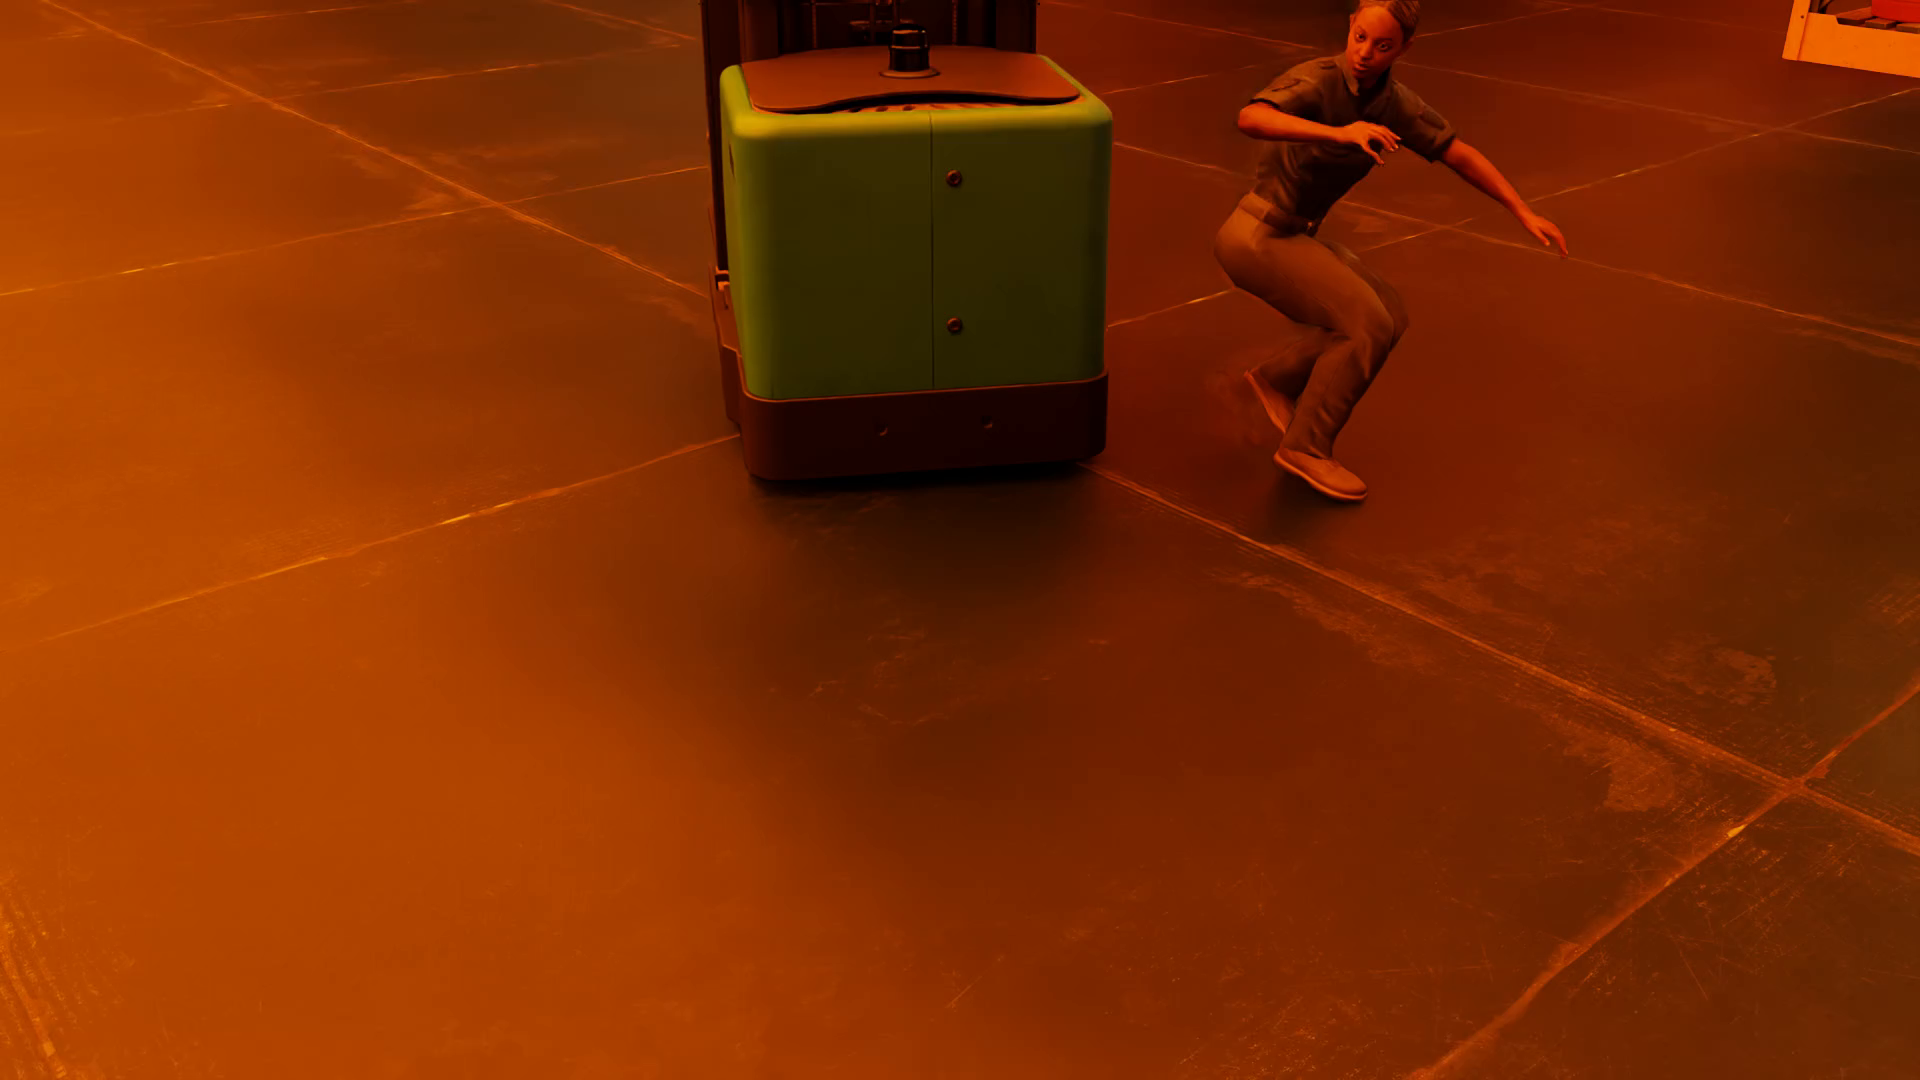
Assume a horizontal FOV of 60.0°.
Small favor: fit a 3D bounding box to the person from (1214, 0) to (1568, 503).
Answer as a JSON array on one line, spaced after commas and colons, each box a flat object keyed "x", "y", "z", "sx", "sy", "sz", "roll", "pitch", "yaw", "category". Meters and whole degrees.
[{"x": 1.135, "y": -0.798, "z": 4.568, "sx": 0.910, "sy": 1.384, "sz": 0.705, "roll": 17, "pitch": 31, "yaw": 31, "category": "person"}]

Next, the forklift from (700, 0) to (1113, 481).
[{"x": -0.337, "y": -2.110, "z": 5.456, "sx": 1.130, "sy": 2.935, "sz": 3.031, "roll": -5, "pitch": 27, "yaw": -9, "category": "forklift"}]
